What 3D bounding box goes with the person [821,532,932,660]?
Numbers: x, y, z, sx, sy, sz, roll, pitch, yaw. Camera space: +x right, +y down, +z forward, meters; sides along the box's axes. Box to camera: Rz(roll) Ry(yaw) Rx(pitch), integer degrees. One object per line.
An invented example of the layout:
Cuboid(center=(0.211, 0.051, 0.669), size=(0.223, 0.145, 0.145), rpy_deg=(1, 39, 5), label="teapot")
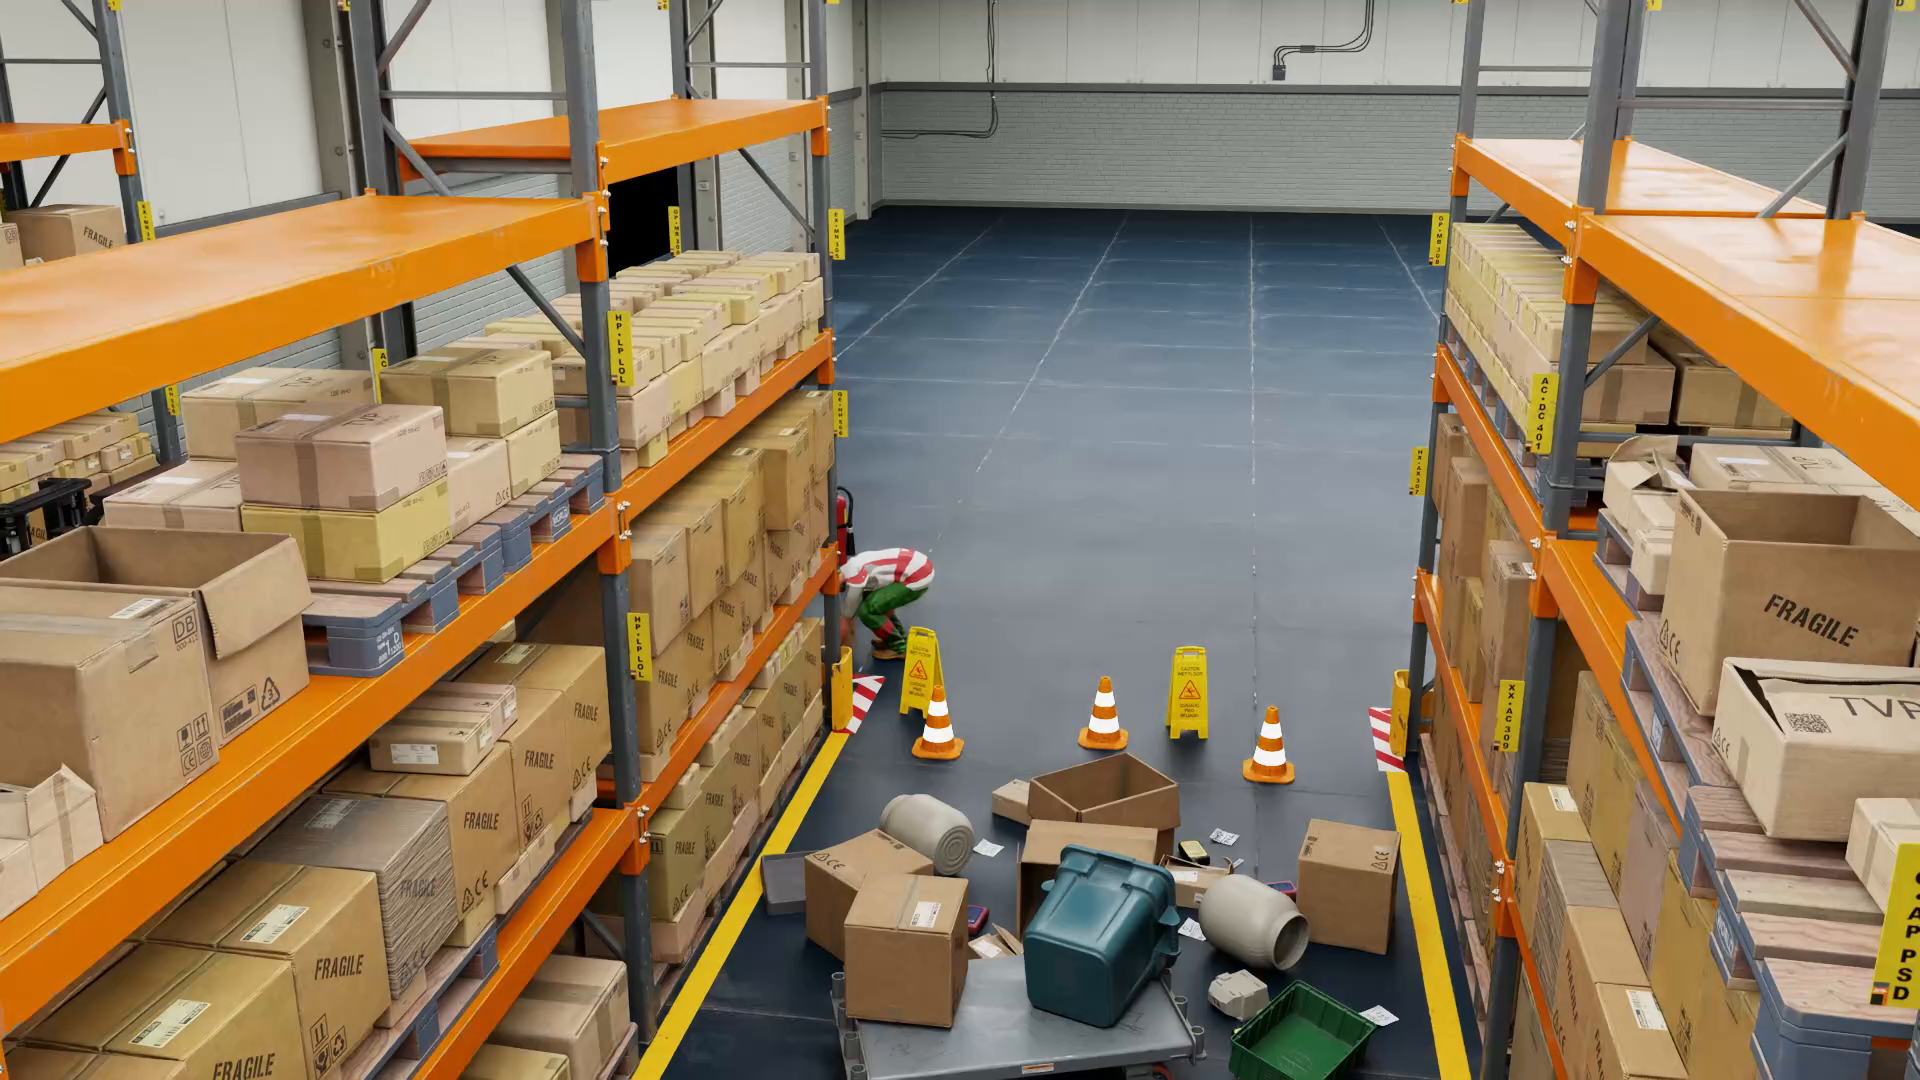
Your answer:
Cuboid(center=(-0.689, 0.424, 13.021), size=(0.949, 0.970, 0.527), rpy_deg=(1, 18, 3), label="person")
